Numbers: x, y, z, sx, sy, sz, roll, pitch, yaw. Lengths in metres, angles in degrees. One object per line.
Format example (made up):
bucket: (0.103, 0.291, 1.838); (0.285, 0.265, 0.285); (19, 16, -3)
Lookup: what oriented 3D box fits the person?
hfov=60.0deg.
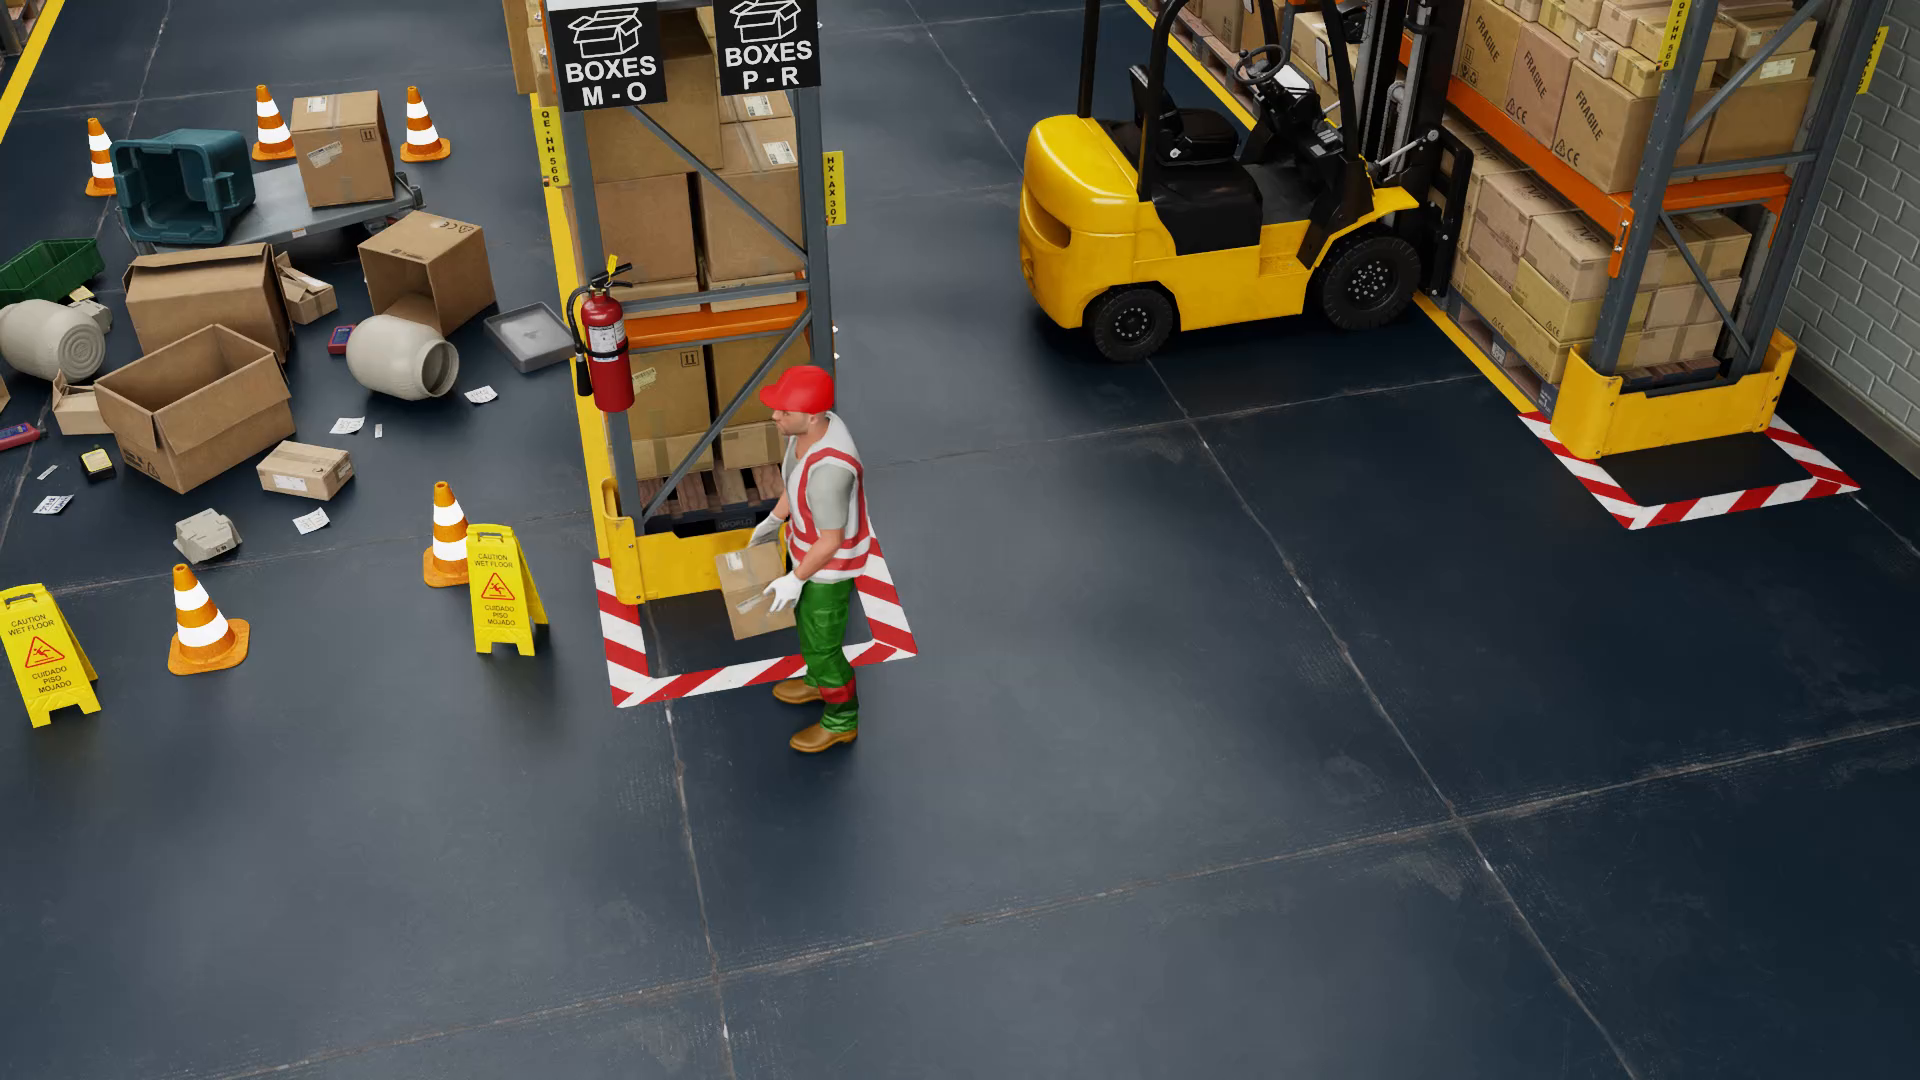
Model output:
person: (-0.590, 0.077, 6.595); (0.449, 1.791, 0.537); (-10, 39, -13)
